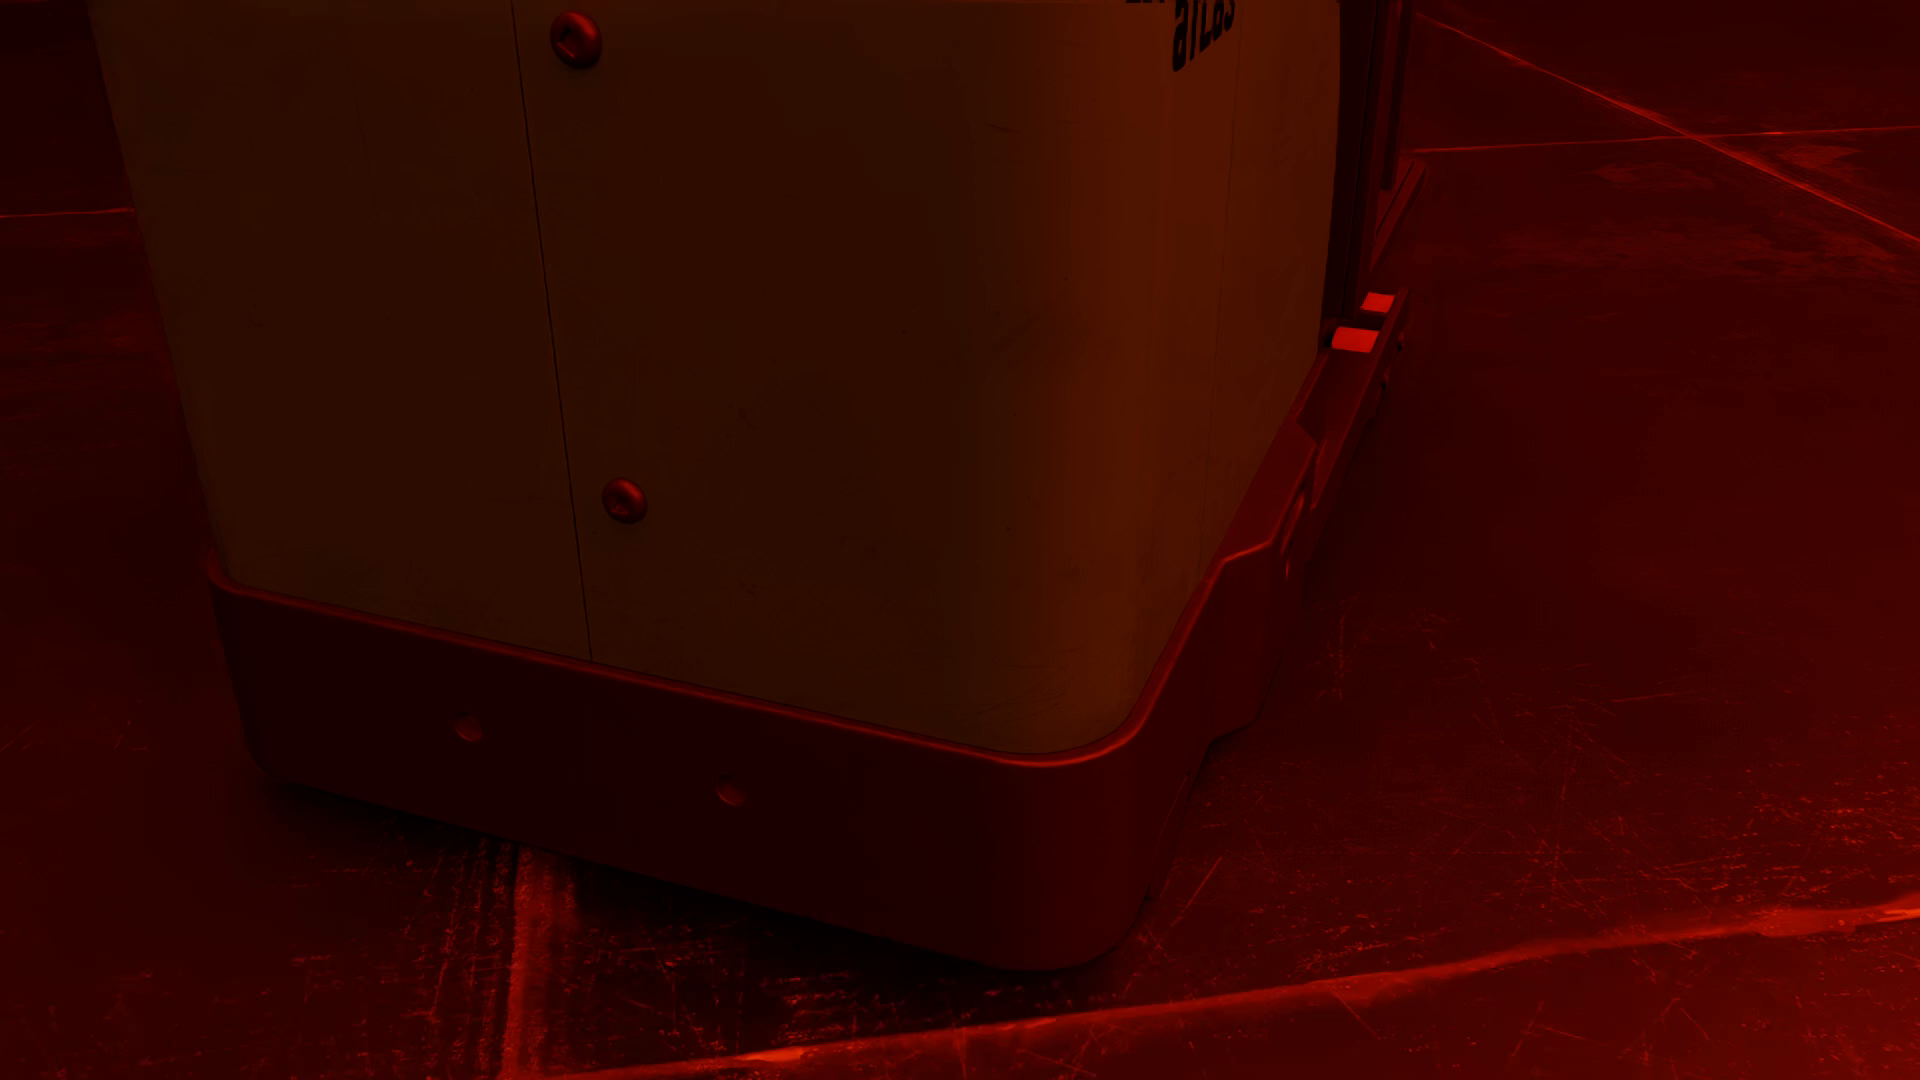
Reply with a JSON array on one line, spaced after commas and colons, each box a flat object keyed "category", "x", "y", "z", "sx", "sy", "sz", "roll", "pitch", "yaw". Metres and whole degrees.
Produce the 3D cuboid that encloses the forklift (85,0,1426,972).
[{"category": "forklift", "x": 0.180, "y": -1.558, "z": 2.309, "sx": 1.130, "sy": 2.935, "sz": 3.031, "roll": 10, "pitch": 30, "yaw": 18}]
